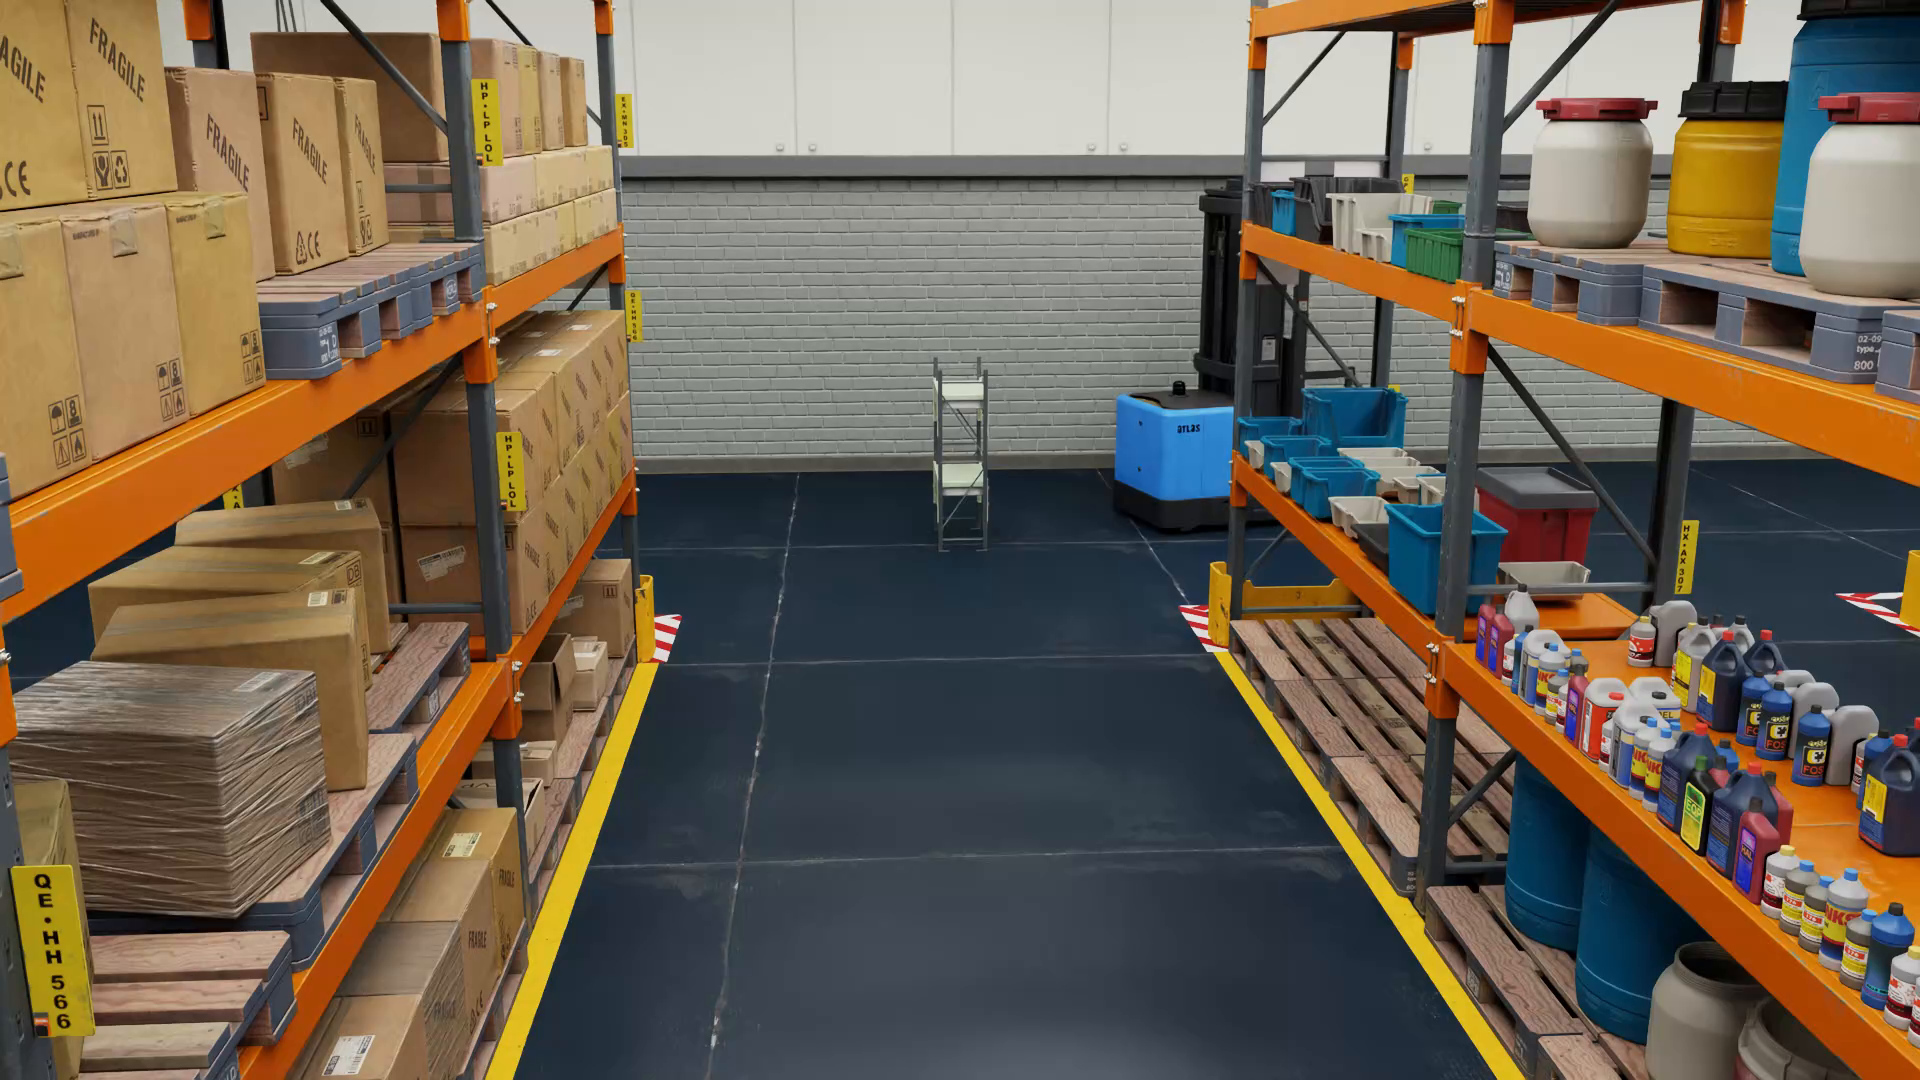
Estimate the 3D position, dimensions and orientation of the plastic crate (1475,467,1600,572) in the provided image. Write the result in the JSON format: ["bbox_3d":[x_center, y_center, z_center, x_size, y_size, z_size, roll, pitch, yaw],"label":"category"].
[{"bbox_3d":[2.761,-0.069,8.025,0.402,0.464,0.583,-1,14,-3],"label":"plastic crate"}]

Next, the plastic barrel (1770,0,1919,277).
[{"bbox_3d":[2.824,-1.259,5.033,0.600,0.901,0.708,-1,14,-3],"label":"plastic barrel"}]

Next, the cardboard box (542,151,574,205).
[{"bbox_3d":[-2.244,-1.827,8.386,0.500,0.250,0.500,-1,14,-3],"label":"cardboard box"}]

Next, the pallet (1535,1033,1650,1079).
[{"bbox_3d":[2.651,2.064,5.579,1.003,0.211,1.213,-1,14,-3],"label":"pallet"}]

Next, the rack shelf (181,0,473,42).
[{"bbox_3d":[-2.254,-1.573,4.327,1.077,0.370,4.000,-1,14,-3],"label":"rack shelf"}]

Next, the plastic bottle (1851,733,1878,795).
[{"bbox_3d":[3.024,0.742,5.520,0.097,0.201,0.097,0,14,0],"label":"plastic bottle"}]

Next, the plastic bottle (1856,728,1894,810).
[{"bbox_3d":[2.971,0.743,5.379,0.097,0.271,0.097,0,14,0],"label":"plastic bottle"}]

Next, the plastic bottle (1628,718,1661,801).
[{"bbox_3d":[2.266,0.718,5.475,0.097,0.271,0.097,0,14,0],"label":"plastic bottle"}]

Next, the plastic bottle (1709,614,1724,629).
[{"bbox_3d":[2.973,0.424,6.594,0.061,0.283,0.133,-1,14,-3],"label":"plastic bottle"}]

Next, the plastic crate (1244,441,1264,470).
[{"bbox_3d":[1.942,-0.531,10.480,0.250,0.136,0.298,-1,14,-3],"label":"plastic crate"}]

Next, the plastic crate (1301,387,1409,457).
[{"bbox_3d":[2.525,-0.743,10.704,0.616,0.435,0.499,-1,14,-3],"label":"plastic crate"}]

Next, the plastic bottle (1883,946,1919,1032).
[{"bbox_3d":[2.353,1.104,4.116,0.097,0.201,0.097,0,14,0],"label":"plastic bottle"}]

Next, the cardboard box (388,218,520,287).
[{"bbox_3d":[-2.161,-1.212,6.998,0.500,0.250,0.500,-1,14,-3],"label":"cardboard box"}]

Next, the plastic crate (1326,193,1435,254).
[{"bbox_3d":[2.147,-1.617,8.509,0.437,0.282,0.530,-1,14,-3],"label":"plastic crate"}]

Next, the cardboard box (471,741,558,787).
[{"bbox_3d":[-2.252,1.129,8.421,0.380,0.166,0.250,-1,14,-3],"label":"cardboard box"}]

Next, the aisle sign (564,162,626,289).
[{"bbox_3d":[-2.325,-1.983,10.495,0.394,0.787,0.004,-1,14,-3],"label":"aisle sign"}]

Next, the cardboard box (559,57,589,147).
[{"bbox_3d":[-2.578,-2.560,9.728,0.700,0.500,0.500,-1,14,-3],"label":"cardboard box"}]

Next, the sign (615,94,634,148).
[{"bbox_3d":[-2.071,-2.587,10.265,0.100,0.325,0.005,-1,14,-3],"label":"sign"}]

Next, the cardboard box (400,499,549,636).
[{"bbox_3d":[-2.138,0.113,7.365,0.500,0.500,0.500,-1,14,-2],"label":"cardboard box"}]

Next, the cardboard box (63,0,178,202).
[{"bbox_3d":[-2.214,-1.060,3.899,0.500,0.500,0.500,-1,14,-3],"label":"cardboard box"}]

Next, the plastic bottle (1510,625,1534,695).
[{"bbox_3d":[2.202,0.463,6.465,0.097,0.271,0.097,0,14,0],"label":"plastic bottle"}]

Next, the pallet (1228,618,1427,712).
[{"bbox_3d":[2.330,0.779,10.576,1.003,0.211,1.213,-1,14,-3],"label":"pallet"}]

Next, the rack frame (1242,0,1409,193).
[{"bbox_3d":[2.318,-3.683,10.281,1.000,3.000,0.127,-1,14,-3],"label":"rack frame"}]

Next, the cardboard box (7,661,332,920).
[{"bbox_3d":[-2.148,0.651,4.435,0.700,0.500,0.500,2,15,7],"label":"cardboard box"}]

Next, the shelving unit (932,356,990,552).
[{"bbox_3d":[0.000,-0.725,13.833,0.431,1.500,0.755,-1,14,-3],"label":"shelving unit"}]

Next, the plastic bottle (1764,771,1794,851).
[{"bbox_3d":[2.424,0.842,4.968,0.061,0.283,0.133,-1,14,-3],"label":"plastic bottle"}]

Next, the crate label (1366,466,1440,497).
[{"bbox_3d":[2.594,-0.338,9.728,0.396,0.136,0.243,-1,14,-3],"label":"crate label"}]

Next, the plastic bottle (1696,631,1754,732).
[{"bbox_3d":[2.817,0.513,6.112,0.144,0.351,0.185,-1,14,-3],"label":"plastic bottle"}]

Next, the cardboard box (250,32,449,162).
[{"bbox_3d":[-2.447,-1.813,6.825,0.700,0.500,0.500,-1,14,-3],"label":"cardboard box"}]

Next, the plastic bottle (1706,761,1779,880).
[{"bbox_3d":[2.324,0.817,4.928,0.144,0.351,0.185,-1,14,-3],"label":"plastic bottle"}]

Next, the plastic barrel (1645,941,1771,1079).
[{"bbox_3d":[2.572,1.672,5.657,0.421,0.512,0.421,0,14,0],"label":"plastic barrel"}]

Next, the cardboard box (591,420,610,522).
[{"bbox_3d":[-2.266,-0.390,9.322,0.500,0.500,0.500,-1,14,-3],"label":"cardboard box"}]

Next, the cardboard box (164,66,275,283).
[{"bbox_3d":[-2.335,-1.002,4.637,0.600,0.600,0.600,-1,15,-6],"label":"cardboard box"}]

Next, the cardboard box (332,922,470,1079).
[{"bbox_3d":[-2.009,1.656,5.702,0.500,0.500,0.500,-1,14,-3],"label":"cardboard box"}]

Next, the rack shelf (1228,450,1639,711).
[{"bbox_3d":[2.442,0.068,9.185,1.077,0.370,4.000,-1,14,-3],"label":"rack shelf"}]

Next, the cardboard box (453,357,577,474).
[{"bbox_3d":[-2.190,-0.617,8.199,0.500,0.500,0.500,-1,14,-5],"label":"cardboard box"}]

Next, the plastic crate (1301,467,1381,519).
[{"bbox_3d":[2.105,-0.257,9.221,0.416,0.233,0.300,-1,14,-3],"label":"plastic crate"}]

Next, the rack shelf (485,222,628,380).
[{"bbox_3d":[-2.502,-1.309,8.517,1.077,0.370,4.000,-1,14,-3],"label":"rack shelf"}]

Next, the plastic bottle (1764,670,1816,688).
[{"bbox_3d":[2.967,0.587,5.975,0.152,0.276,0.135,-1,14,-3],"label":"plastic bottle"}]

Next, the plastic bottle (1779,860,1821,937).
[{"bbox_3d":[2.323,0.983,4.586,0.097,0.201,0.097,0,14,0],"label":"plastic bottle"}]

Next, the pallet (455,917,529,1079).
[{"bbox_3d":[-2.290,1.845,6.432,1.003,0.211,1.213,-1,14,-3],"label":"pallet"}]

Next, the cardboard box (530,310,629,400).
[{"bbox_3d":[-2.324,-1.128,10.184,0.500,0.500,0.500,-1,14,-4],"label":"cardboard box"}]

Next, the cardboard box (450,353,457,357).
[{"bbox_3d":[-2.763,-0.739,8.673,0.500,0.500,0.500,-1,14,-4],"label":"cardboard box"}]

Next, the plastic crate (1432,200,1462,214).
[{"bbox_3d":[2.664,-1.887,9.745,0.450,0.188,0.336,-1,14,-3],"label":"plastic crate"}]

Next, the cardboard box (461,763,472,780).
[{"bbox_3d":[-2.743,1.058,8.407,0.500,0.311,0.500,-1,14,-3],"label":"cardboard box"}]

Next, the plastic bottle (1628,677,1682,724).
[{"bbox_3d":[2.423,0.626,5.821,0.152,0.276,0.135,-1,14,-3],"label":"plastic bottle"}]

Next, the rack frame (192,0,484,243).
[{"bbox_3d":[-2.378,-2.613,6.121,1.000,3.000,0.127,-1,14,-3],"label":"rack frame"}]

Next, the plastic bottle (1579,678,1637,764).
[{"bbox_3d":[2.272,0.629,5.812,0.152,0.276,0.135,-1,14,-3],"label":"plastic bottle"}]

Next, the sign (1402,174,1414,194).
[{"bbox_3d":[2.866,-2.192,10.716,0.100,0.325,0.005,-1,14,-3],"label":"sign"}]

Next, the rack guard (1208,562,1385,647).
[{"bbox_3d":[2.303,0.427,11.362,1.175,0.500,0.348,-1,14,-3],"label":"rack guard"}]

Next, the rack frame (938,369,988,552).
[{"bbox_3d":[0.023,-0.634,13.479,0.400,1.500,0.023,-1,14,-3],"label":"rack frame"}]

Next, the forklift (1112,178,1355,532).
[{"bbox_3d":[2.945,-1.696,14.735,3.031,2.935,1.130,-5,15,-20],"label":"forklift"}]

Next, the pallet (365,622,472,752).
[{"bbox_3d":[-2.438,0.586,6.113,1.003,0.211,1.213,-1,14,-3],"label":"pallet"}]

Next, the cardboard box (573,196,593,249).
[{"bbox_3d":[-2.267,-1.710,8.933,0.500,0.250,0.500,-1,14,-3],"label":"cardboard box"}]

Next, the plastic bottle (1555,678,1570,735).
[{"bbox_3d":[2.229,0.603,6.061,0.097,0.201,0.097,0,14,0],"label":"plastic bottle"}]
